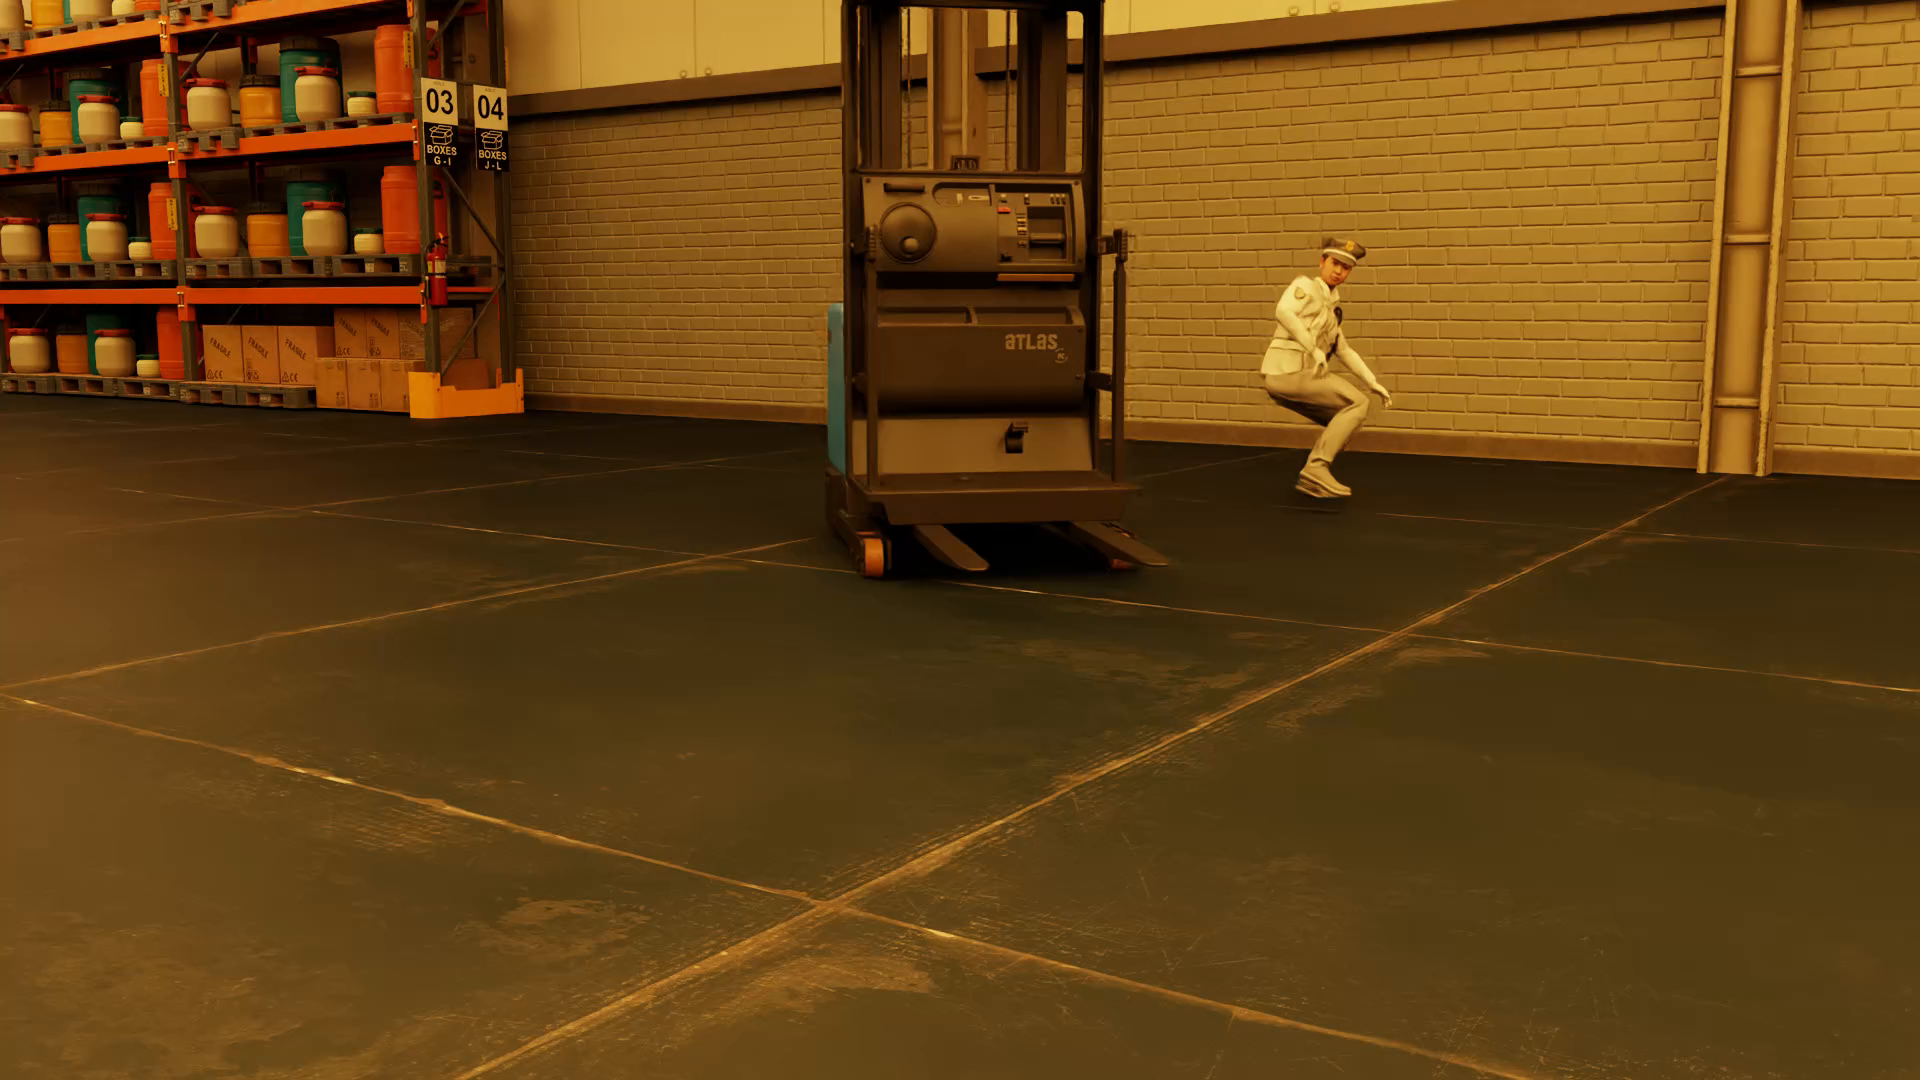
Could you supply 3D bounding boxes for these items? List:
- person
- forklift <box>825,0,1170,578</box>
[{"bbox_3d":[1.949,-0.875,8.882,0.653,1.468,0.839,3,9,19],"label":"person"},{"bbox_3d":[0.099,-1.352,6.703,1.130,2.935,3.031,-1,8,-10],"label":"forklift"}]
